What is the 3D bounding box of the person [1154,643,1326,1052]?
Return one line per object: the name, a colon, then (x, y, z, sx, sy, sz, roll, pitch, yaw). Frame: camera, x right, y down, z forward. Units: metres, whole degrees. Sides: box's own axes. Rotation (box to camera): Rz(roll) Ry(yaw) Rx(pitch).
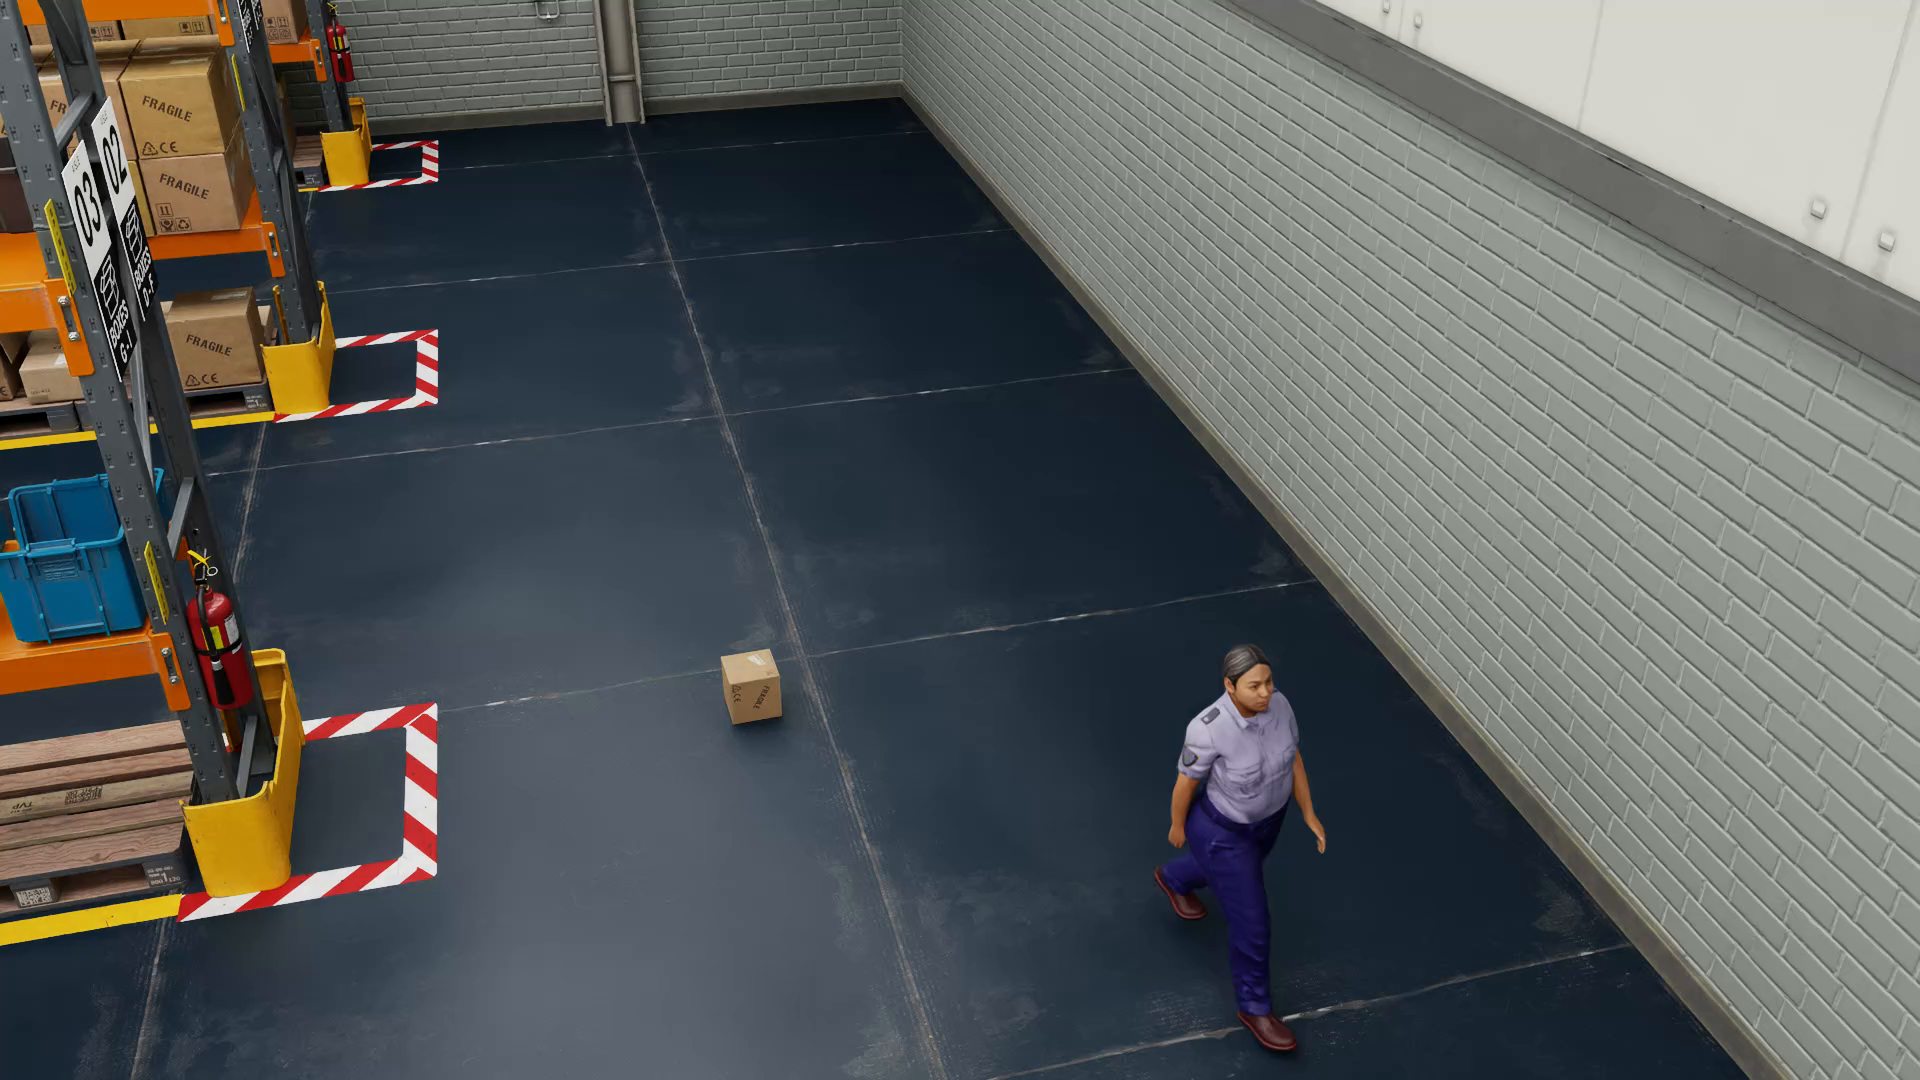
person: (1.075, 1.073, 6.411, 0.484, 1.597, 0.992, -22, 37, -32)
